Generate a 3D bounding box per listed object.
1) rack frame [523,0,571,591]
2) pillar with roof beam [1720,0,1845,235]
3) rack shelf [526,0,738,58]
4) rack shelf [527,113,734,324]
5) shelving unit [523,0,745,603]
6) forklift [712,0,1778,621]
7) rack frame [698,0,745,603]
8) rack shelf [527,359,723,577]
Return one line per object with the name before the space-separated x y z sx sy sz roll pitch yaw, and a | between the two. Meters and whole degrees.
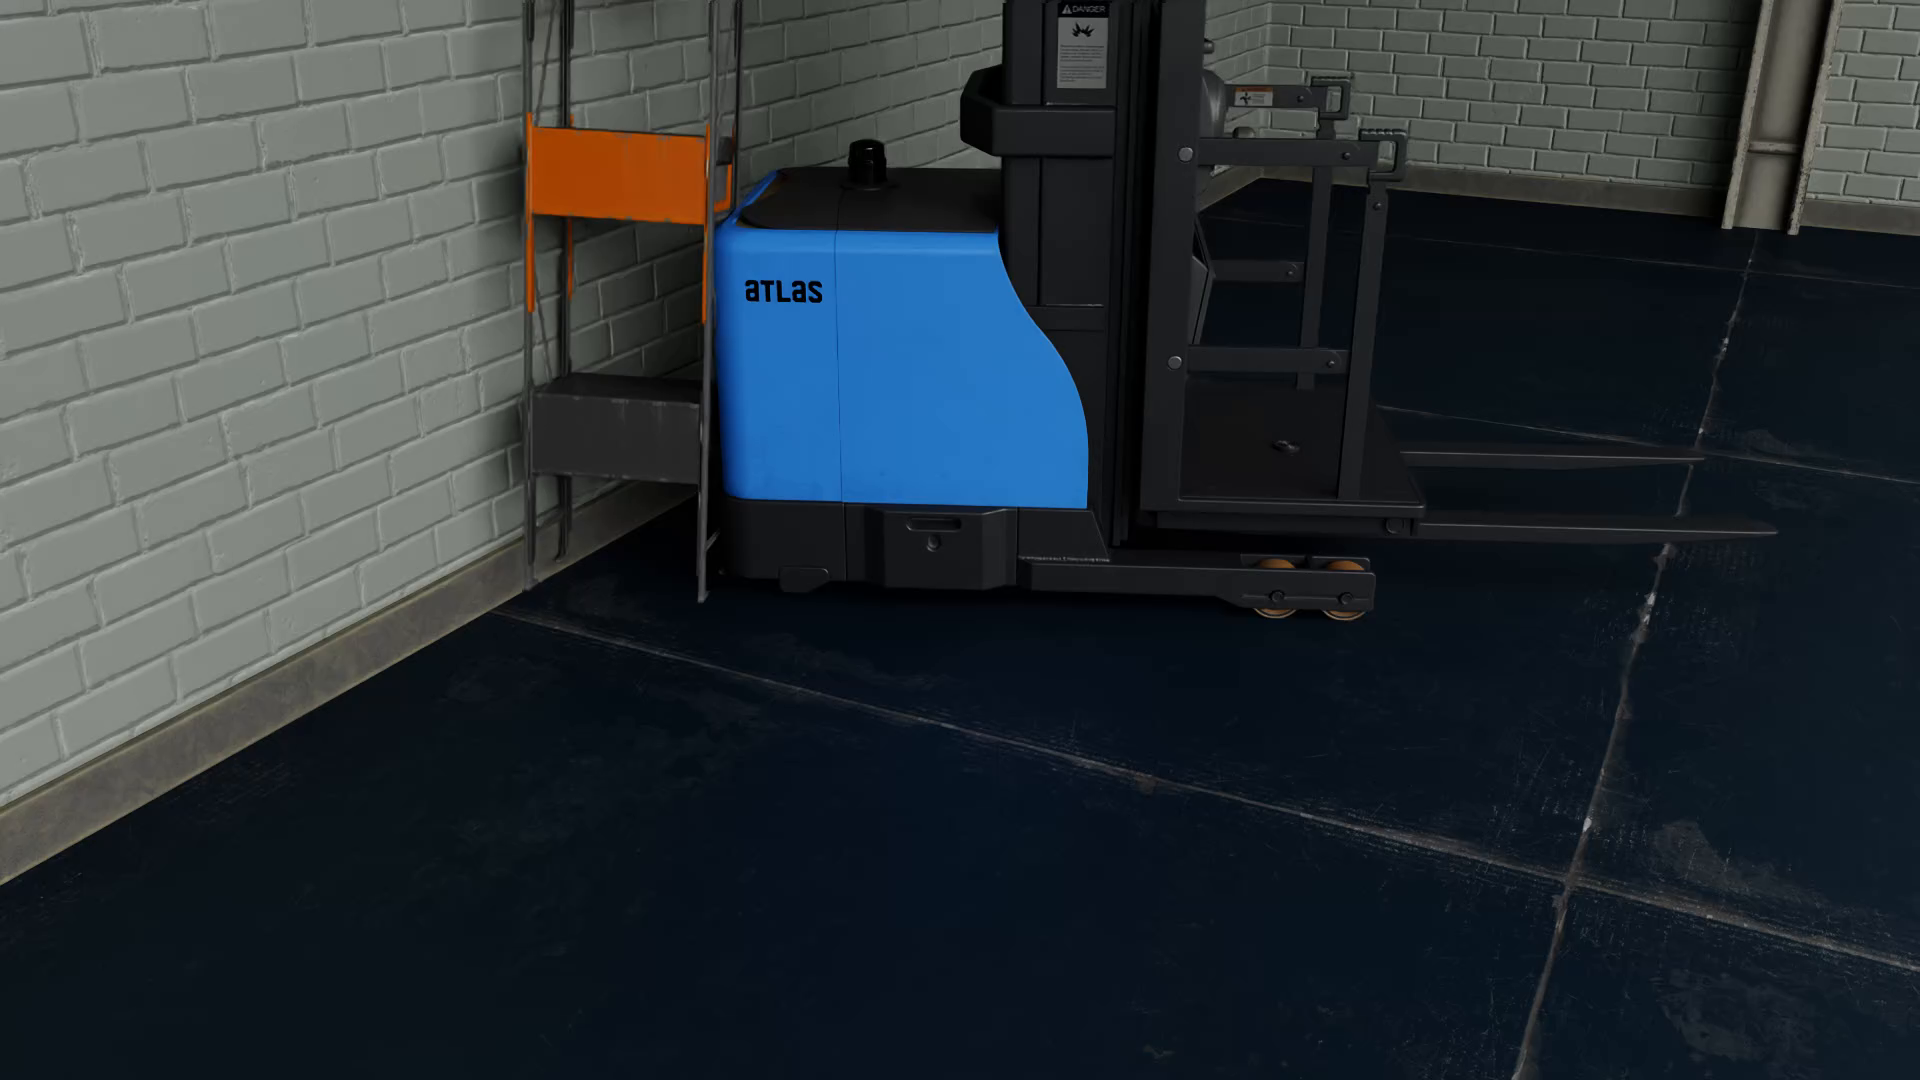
rack frame | -1.136 -0.923 4.585 0.015 2.100 0.400 4 14 2
pillar with roof beam | 2.600 -4.419 4.142 0.400 9.000 9.100 11 25 25
rack shelf | -0.852 -1.571 4.412 0.480 0.518 0.431 4 14 2
rack shelf | -0.894 -0.893 4.580 0.480 0.518 0.431 4 14 2
shelving unit | -0.893 -0.906 4.577 0.503 2.100 0.431 4 14 2
forklift | 0.844 -1.336 4.647 3.031 2.935 1.130 2 23 4
rack frame | -0.650 -0.889 4.569 0.015 2.100 0.400 4 14 2
rack shelf | -0.936 -0.215 4.749 0.480 0.518 0.431 4 14 2
